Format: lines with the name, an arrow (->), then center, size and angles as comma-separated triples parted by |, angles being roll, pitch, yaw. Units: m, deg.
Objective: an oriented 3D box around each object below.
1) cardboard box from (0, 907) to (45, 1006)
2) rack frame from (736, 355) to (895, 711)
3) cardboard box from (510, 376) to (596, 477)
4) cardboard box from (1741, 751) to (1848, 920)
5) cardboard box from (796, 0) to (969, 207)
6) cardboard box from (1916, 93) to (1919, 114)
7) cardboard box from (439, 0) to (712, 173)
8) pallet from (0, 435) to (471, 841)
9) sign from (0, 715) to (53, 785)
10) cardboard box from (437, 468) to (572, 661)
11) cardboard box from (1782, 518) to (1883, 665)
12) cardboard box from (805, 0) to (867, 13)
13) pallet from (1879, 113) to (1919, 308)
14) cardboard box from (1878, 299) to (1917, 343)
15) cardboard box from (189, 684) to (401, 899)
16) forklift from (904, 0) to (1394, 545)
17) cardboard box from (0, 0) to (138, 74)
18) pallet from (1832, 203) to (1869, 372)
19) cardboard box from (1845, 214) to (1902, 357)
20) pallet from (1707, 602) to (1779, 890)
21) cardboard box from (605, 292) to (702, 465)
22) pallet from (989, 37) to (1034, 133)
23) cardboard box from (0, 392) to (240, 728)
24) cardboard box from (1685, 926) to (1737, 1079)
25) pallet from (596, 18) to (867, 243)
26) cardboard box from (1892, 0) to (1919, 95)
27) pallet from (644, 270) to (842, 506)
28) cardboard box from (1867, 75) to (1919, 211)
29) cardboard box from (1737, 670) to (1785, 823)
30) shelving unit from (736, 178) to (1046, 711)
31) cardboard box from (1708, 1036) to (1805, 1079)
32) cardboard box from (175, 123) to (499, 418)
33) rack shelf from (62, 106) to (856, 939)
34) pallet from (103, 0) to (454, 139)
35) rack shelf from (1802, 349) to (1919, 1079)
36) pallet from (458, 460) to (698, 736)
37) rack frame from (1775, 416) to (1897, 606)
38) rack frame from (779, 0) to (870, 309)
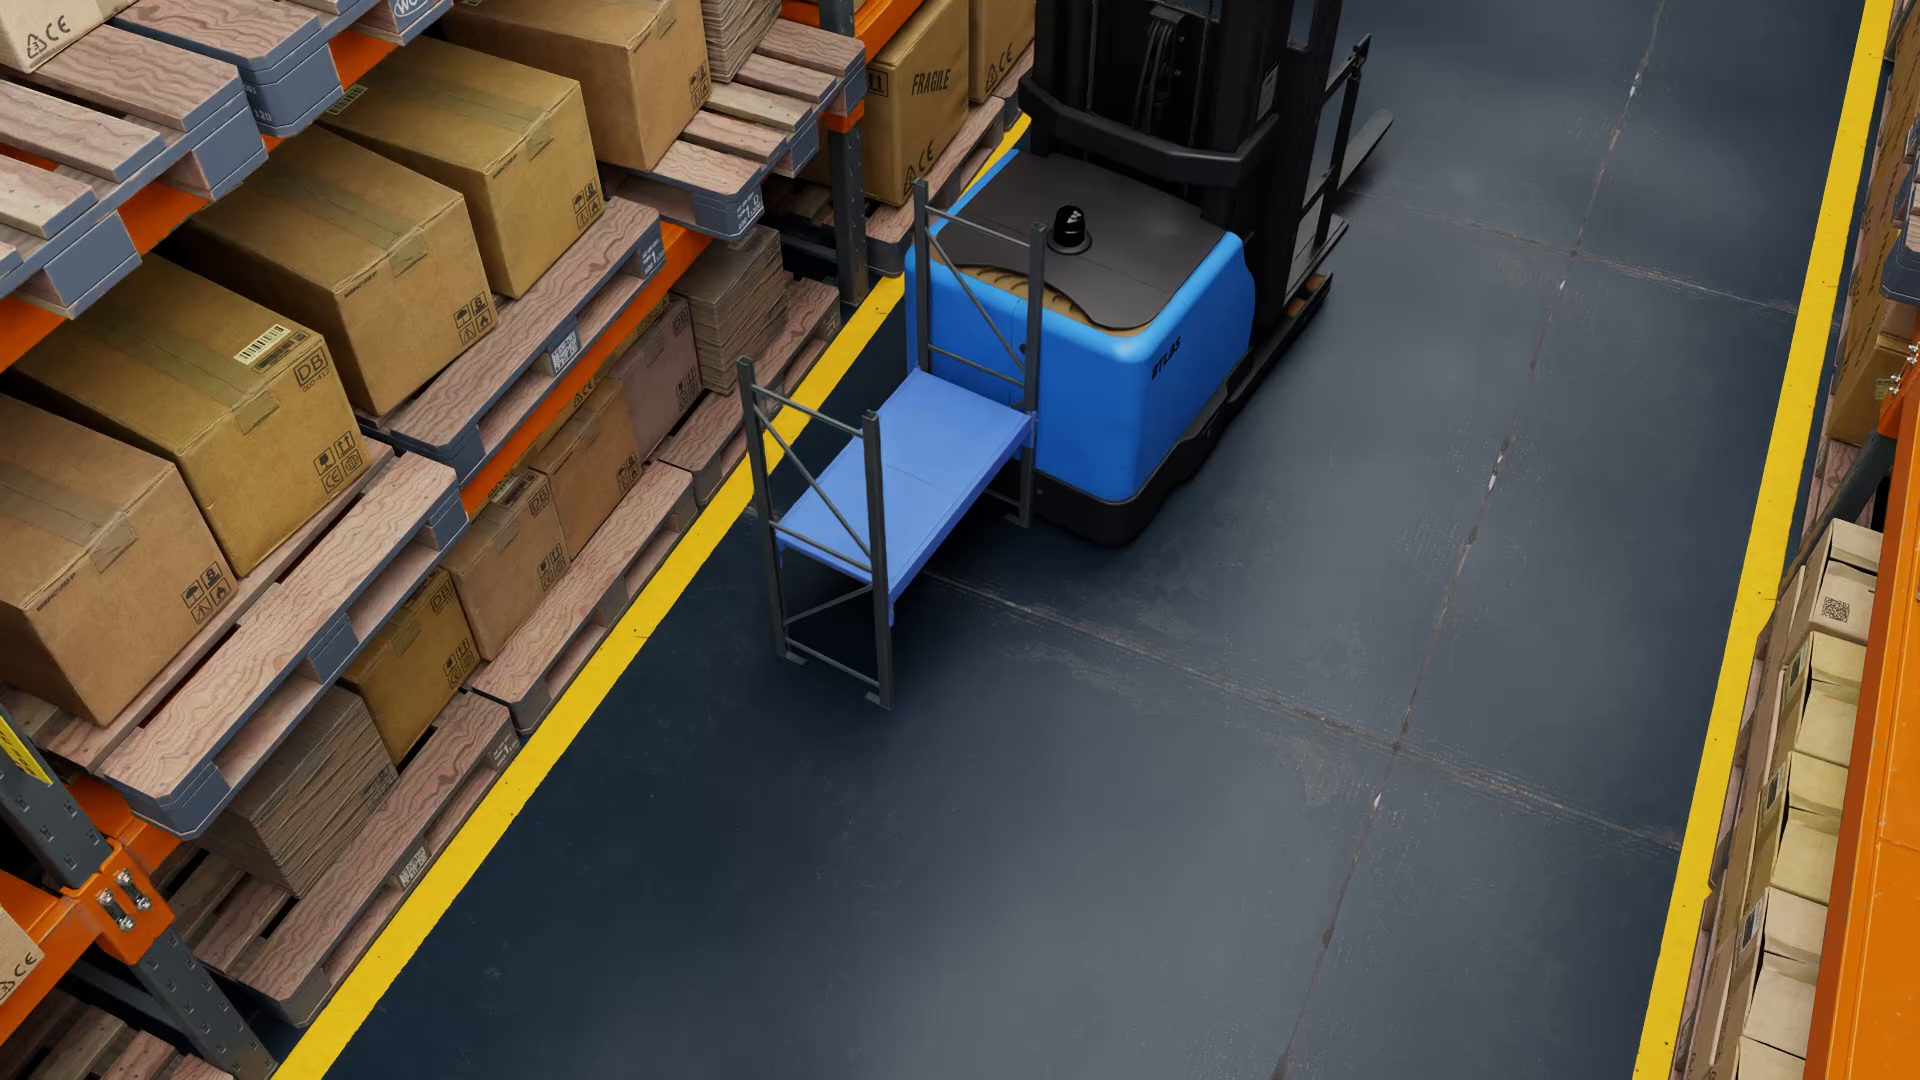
cardboard box -> -2.524, 1.009, 3.822 | 0.500, 0.250, 0.500 | 20, 52, 16
rack frame -> -0.460, 0.028, 5.557 | 0.500, 1.500, 0.032 | 25, 54, 19
cardboard box -> -1.662, -0.547, 5.921 | 0.500, 0.250, 0.500 | 20, 52, 16
cardboard box -> 2.668, 0.950, 4.948 | 0.500, 0.311, 0.500 | 19, 52, 15
cardboard box -> -0.454, -2.115, 7.531 | 0.750, 0.750, 0.750 | 19, 52, 16
cardboard box -> 4.449, -1.990, 7.149 | 0.500, 0.250, 0.500 | 20, 52, 16
cardboard box -> -1.292, -1.666, 5.659 | 0.700, 0.500, 0.500 | 15, 51, 13
pallet -> -2.137, 0.126, 4.615 | 1.003, 0.211, 1.213 | 20, 52, 16
sign -> -2.101, 0.433, 3.659 | 0.100, 0.325, 0.005 | 20, 52, 16
cardboard box -> -1.866, -0.013, 5.959 | 0.700, 0.500, 0.500 | 20, 53, 16
cardboard box -> 3.105, 0.235, 5.557 | 0.500, 0.311, 0.500 | 21, 53, 17
cardboard box -> -0.536, -2.288, 6.695 | 0.380, 0.149, 0.250 | 19, 52, 16
pallet -> 3.820, -1.030, 5.598 | 1.213, 0.211, 1.003 | 20, 52, 16
cardboard box -> 3.802, -0.939, 6.255 | 0.500, 0.250, 0.500 | 22, 53, 17
cardboard box -> -2.296, 0.698, 5.354 | 0.700, 0.500, 0.500 | 21, 53, 17
forklift -> 0.998, -2.036, 6.373 | 1.130, 2.935, 3.031 | 26, 54, 21
cardboard box -> -2.026, -1.311, 3.525 | 0.500, 0.311, 0.500 | 21, 53, 17
pallet -> 4.470, -1.038, 7.310 | 1.003, 0.211, 1.213 | 20, 52, 16
cardboard box -> 4.003, -1.012, 6.809 | 0.500, 0.500, 0.500 | 18, 52, 15
pallet -> 3.207, 0.855, 5.699 | 1.003, 0.211, 1.213 | 20, 52, 16
cardboard box -> -1.472, -0.715, 6.556 | 0.700, 0.500, 0.500 | 20, 52, 16
pallet -> 0.041, -2.664, 8.693 | 1.003, 0.211, 1.213 | 20, 52, 16
cardboard box -> -2.347, 0.028, 4.217 | 0.700, 0.500, 0.500 | 20, 52, 16
cardboard box -> 2.455, 1.477, 4.869 | 0.500, 0.250, 0.500 | 21, 53, 17
pallet -> -1.095, -1.625, 6.104 | 1.213, 0.211, 1.003 | 20, 52, 16
cardboard box -> 4.876, -2.436, 8.021 | 0.500, 0.500, 0.500 | 18, 52, 14
pallet -> -1.222, -0.771, 7.082 | 1.003, 0.211, 1.213 | 20, 52, 16
cardboard box -> 4.438, -1.723, 7.414 | 0.500, 0.500, 0.500 | 20, 53, 17
cardboard box -> 2.891, 0.764, 5.475 | 0.500, 0.250, 0.500 | 18, 52, 15
shelving unit -> -0.199, -0.304, 5.839 | 0.538, 1.500, 1.048 | 25, 54, 19
cardboard box -> 2.231, 1.649, 4.354 | 0.500, 0.311, 0.500 | 20, 52, 16
cardboard box -> -1.849, -0.818, 4.937 | 0.700, 0.500, 0.500 | 27, 55, 21
rack shelf -> -1.741, -0.602, 5.580 | 1.077, 0.370, 4.000 | 20, 52, 16
pallet -> -1.795, -1.475, 4.004 | 1.213, 0.211, 1.003 | 20, 52, 16
rack shelf -> 2.740, 1.007, 4.211 | 1.077, 0.370, 4.000 | 20, 52, 16
pallet -> -1.744, 0.066, 6.370 | 1.003, 0.211, 1.213 | 20, 52, 16
rack frame -> 3.594, -0.603, 5.109 | 1.000, 3.000, 0.127 | 20, 52, 16
rack frame -> -0.886, -2.212, 6.478 | 1.000, 3.000, 0.127 | 20, 52, 16
